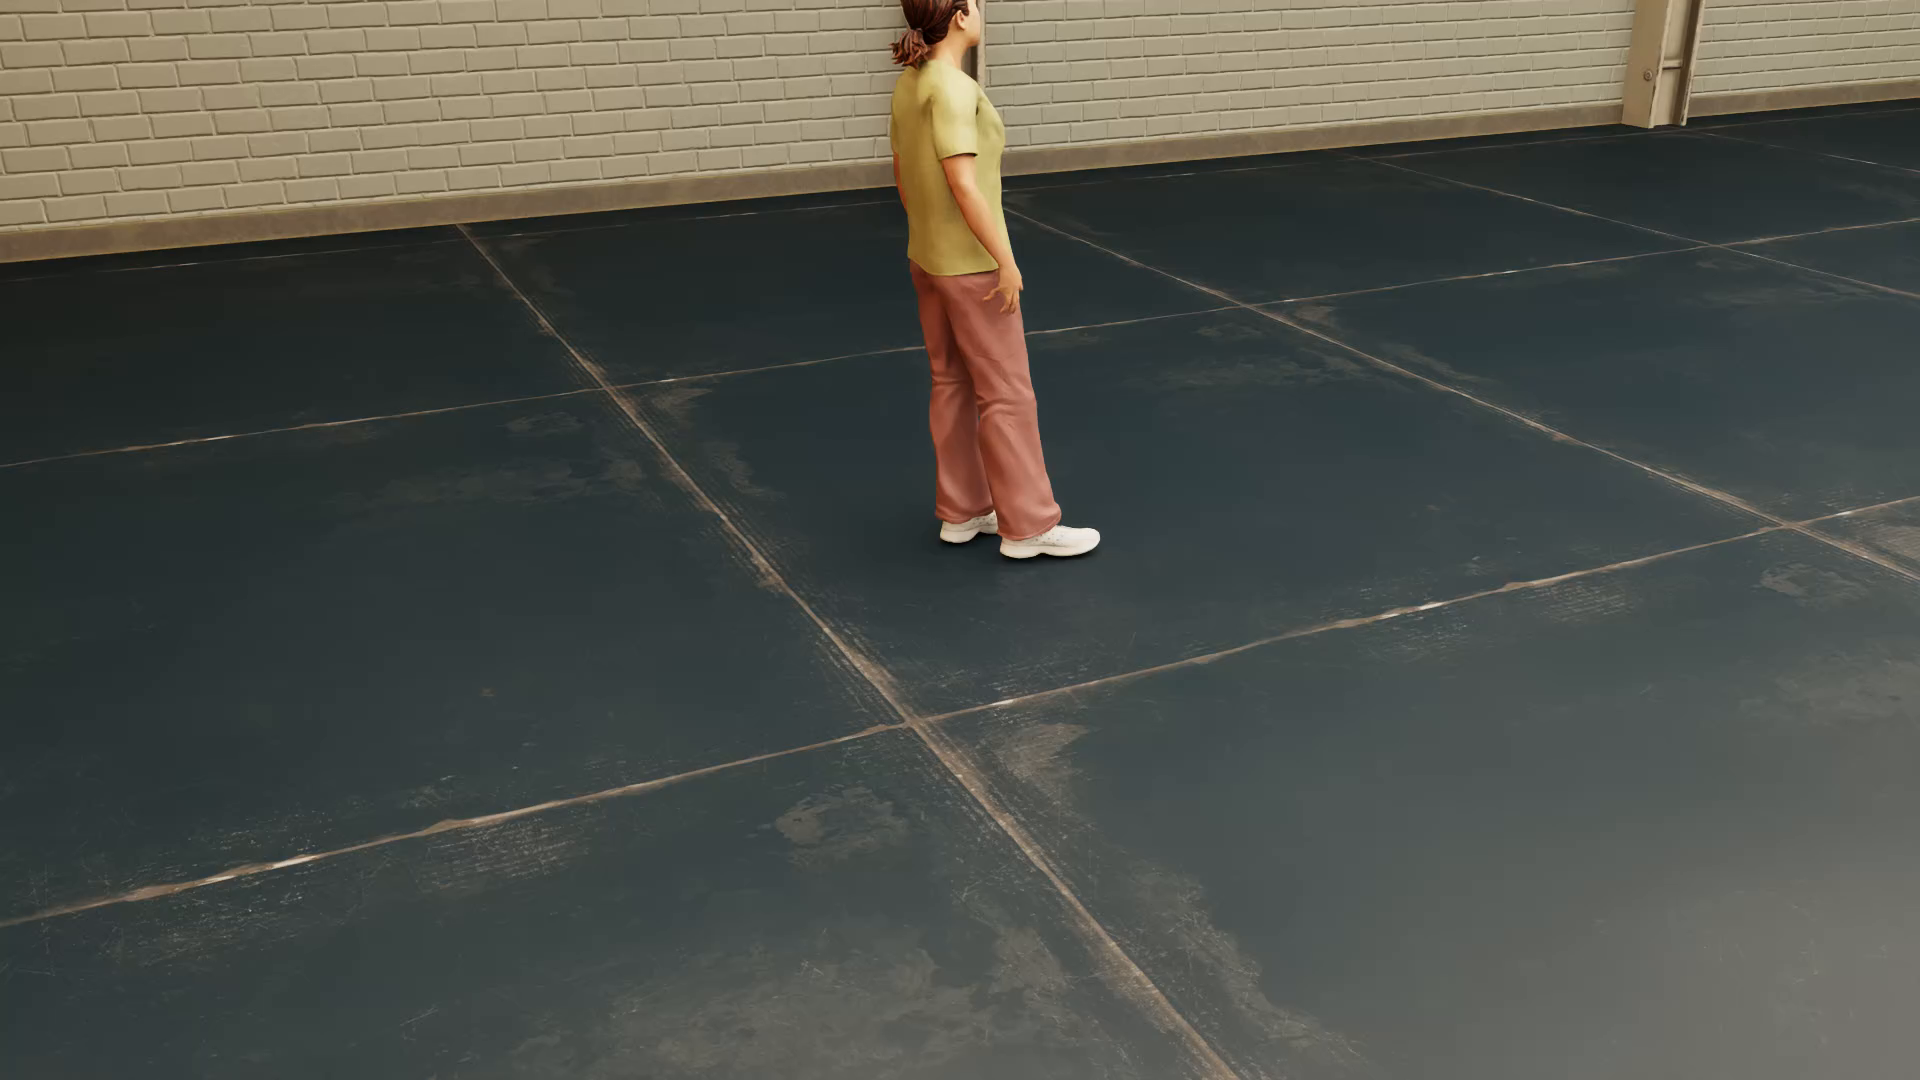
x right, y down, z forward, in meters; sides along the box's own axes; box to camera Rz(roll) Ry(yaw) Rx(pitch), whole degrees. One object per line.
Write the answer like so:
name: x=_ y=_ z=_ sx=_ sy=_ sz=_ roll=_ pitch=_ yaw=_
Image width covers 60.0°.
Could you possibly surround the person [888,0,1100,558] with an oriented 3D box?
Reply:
person: x=0.072 y=-0.789 z=4.802 sx=0.548 sy=1.673 sz=0.553 roll=-10 pitch=25 yaw=-23
